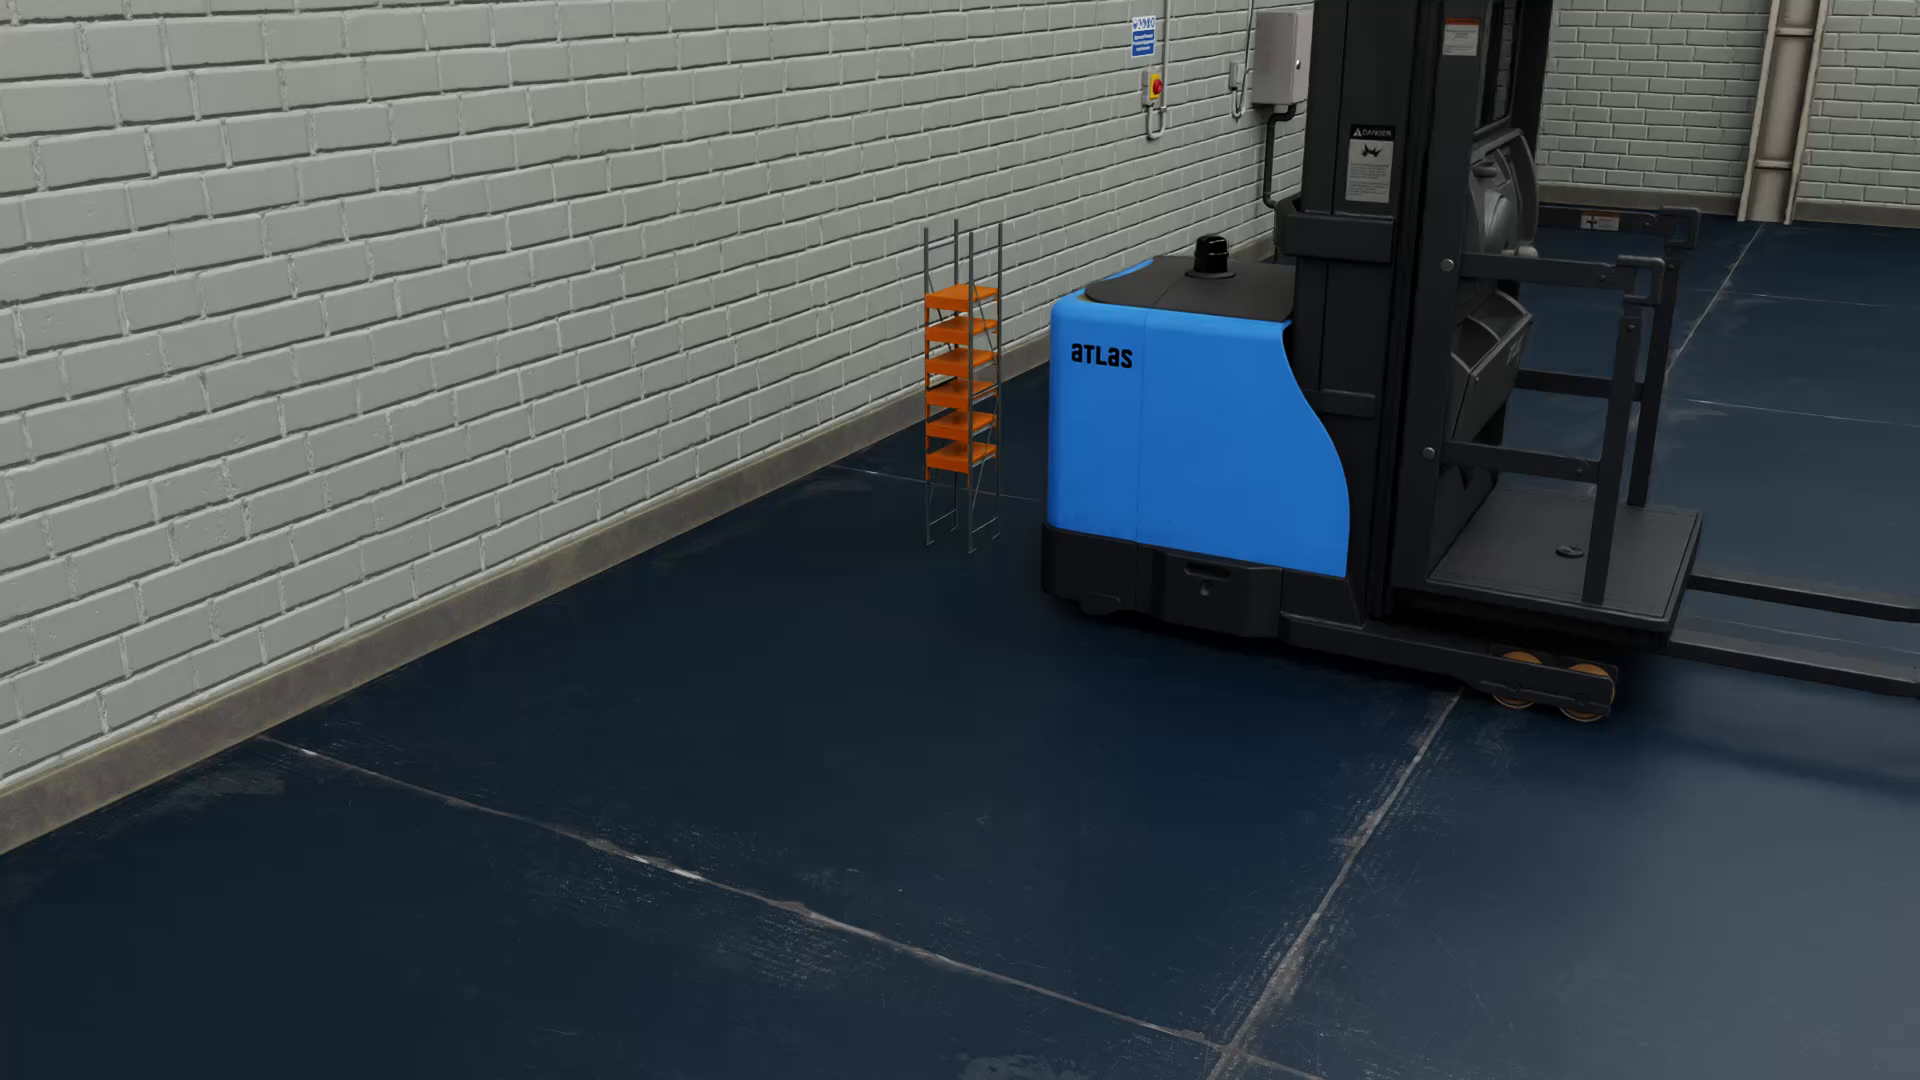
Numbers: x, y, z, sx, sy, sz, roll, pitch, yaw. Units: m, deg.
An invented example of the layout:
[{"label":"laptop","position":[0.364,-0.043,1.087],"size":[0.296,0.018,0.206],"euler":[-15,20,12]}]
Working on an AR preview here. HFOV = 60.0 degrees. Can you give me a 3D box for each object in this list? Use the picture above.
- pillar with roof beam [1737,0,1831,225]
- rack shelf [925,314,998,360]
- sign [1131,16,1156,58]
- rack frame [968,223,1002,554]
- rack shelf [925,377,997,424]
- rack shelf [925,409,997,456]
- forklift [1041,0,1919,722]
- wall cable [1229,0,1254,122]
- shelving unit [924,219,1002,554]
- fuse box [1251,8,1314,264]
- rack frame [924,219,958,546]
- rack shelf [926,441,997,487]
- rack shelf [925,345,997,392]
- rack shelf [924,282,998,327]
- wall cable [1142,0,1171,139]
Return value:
[{"label":"pillar with roof beam","position":[4.464,-5.557,8.487],"size":[0.400,9.000,9.100],"euler":[11,23,27]},{"label":"rack shelf","position":[0.013,-0.745,6.087],"size":[0.180,0.103,0.258],"euler":[11,23,27]},{"label":"sign","position":[1.049,-2.877,9.500],"size":[0.001,0.218,0.327],"euler":[11,23,27]},{"label":"rack frame","position":[0.093,-0.546,6.112],"size":[0.006,1.200,0.240],"euler":[11,23,27]},{"label":"rack shelf","position":[0.013,-0.520,6.169],"size":[0.180,0.103,0.258],"euler":[11,23,27]},{"label":"rack shelf","position":[0.013,-0.407,6.210],"size":[0.180,0.103,0.258],"euler":[11,23,27]},{"label":"forklift","position":[1.826,-1.050,4.961],"size":[3.031,2.935,1.130],"euler":[10,22,26]},{"label":"wall cable","position":[1.807,-3.655,10.554],"size":[0.122,1.984,0.588],"euler":[11,23,27]},{"label":"shelving unit","position":[0.013,-0.562,6.154],"size":[0.189,1.200,0.258],"euler":[11,23,27]},{"label":"fuse box","position":[2.278,-2.749,11.434],"size":[0.414,1.711,0.539],"euler":[11,23,27]},{"label":"rack frame","position":[-0.067,-0.577,6.196],"size":[0.006,1.200,0.240],"euler":[11,23,27]},{"label":"rack shelf","position":[0.013,-0.294,6.251],"size":[0.180,0.103,0.258],"euler":[11,23,27]},{"label":"rack shelf","position":[0.013,-0.633,6.128],"size":[0.180,0.103,0.258],"euler":[11,23,27]},{"label":"rack shelf","position":[0.013,-0.858,6.046],"size":[0.180,0.103,0.258],"euler":[11,23,27]},{"label":"wall cable","position":[1.126,-3.246,9.379],"size":[0.123,1.953,0.585],"euler":[11,23,27]}]
